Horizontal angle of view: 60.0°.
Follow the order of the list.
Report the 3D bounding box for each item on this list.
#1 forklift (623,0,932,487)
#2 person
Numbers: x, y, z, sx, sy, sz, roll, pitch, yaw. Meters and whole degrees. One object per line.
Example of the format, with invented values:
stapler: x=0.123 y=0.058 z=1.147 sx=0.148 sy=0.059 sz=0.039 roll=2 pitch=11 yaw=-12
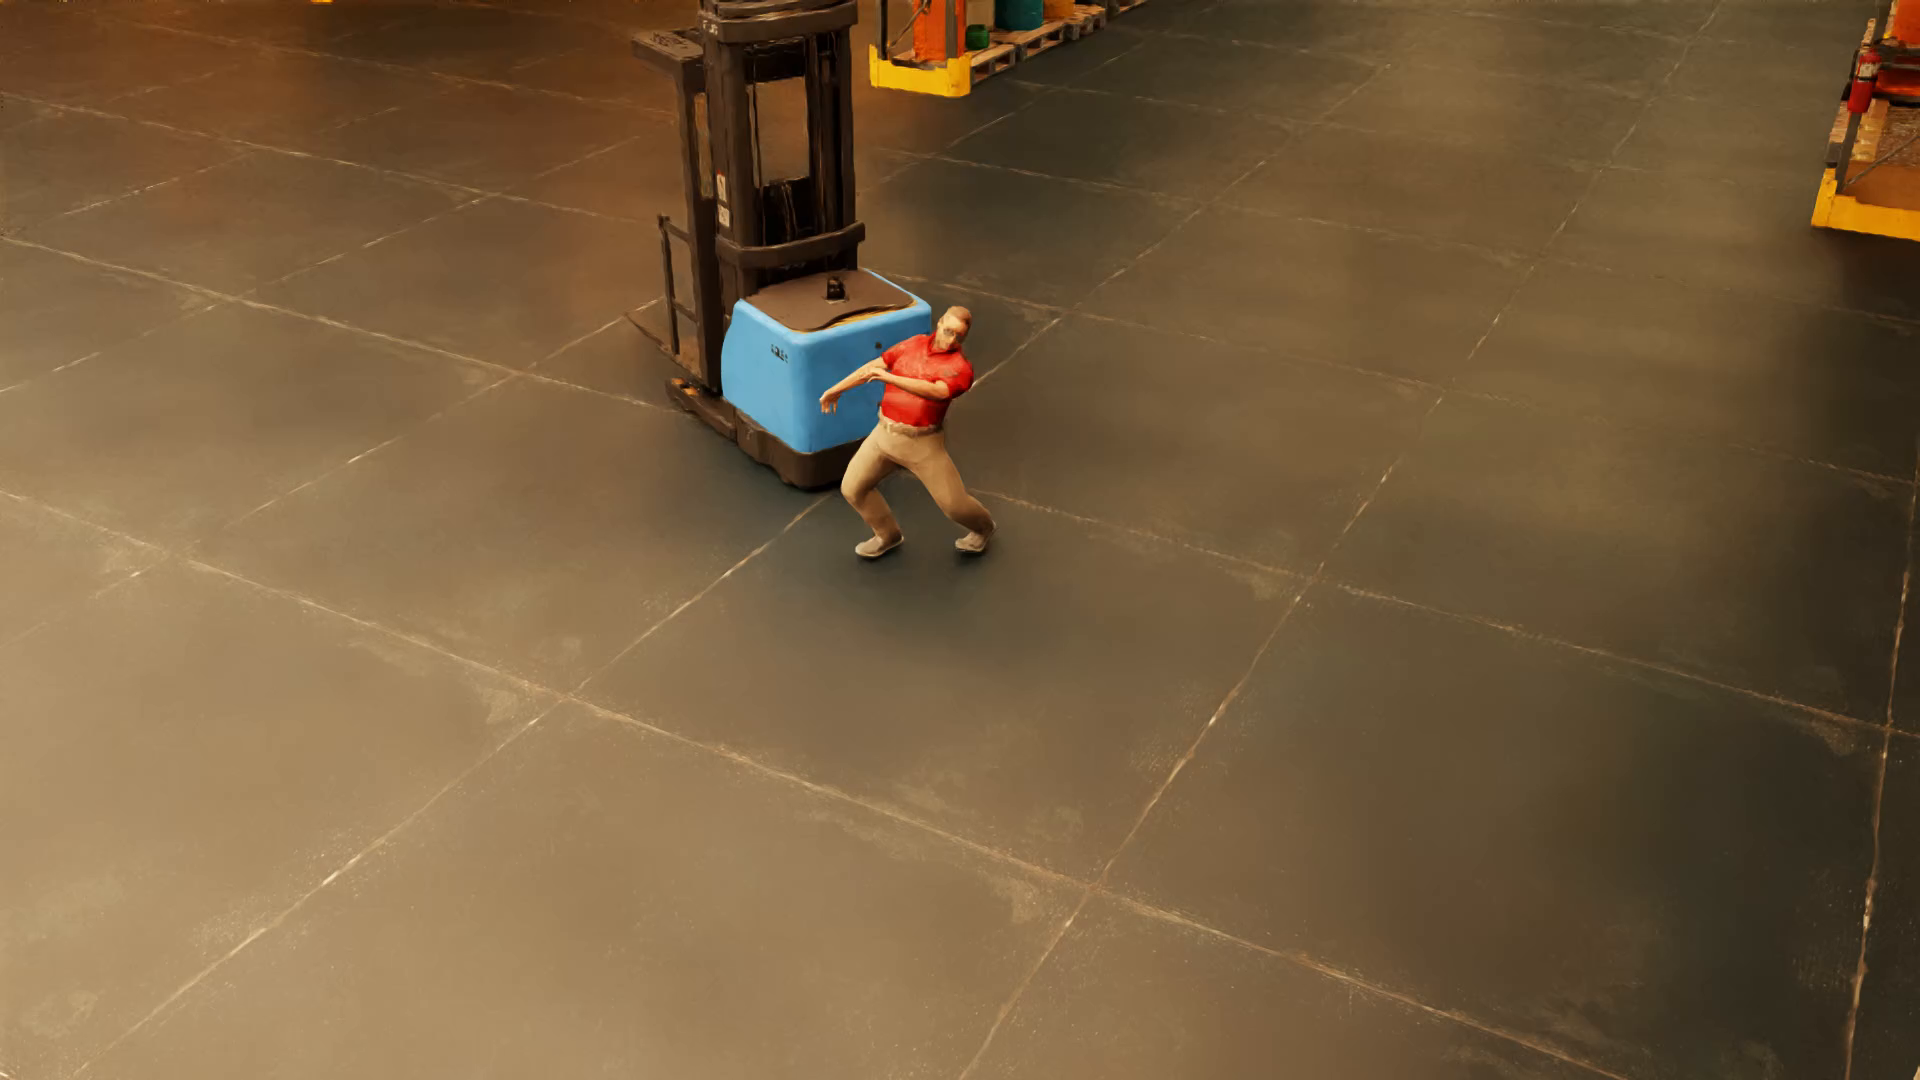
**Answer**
forklift: x=-1.412 y=-2.286 z=11.032 sx=1.130 sy=2.935 sz=3.031 roll=-19 pitch=35 yaw=-30
person: x=-0.370 y=-0.578 z=9.450 sx=0.953 sy=1.523 sz=0.822 roll=15 pitch=33 yaw=24
